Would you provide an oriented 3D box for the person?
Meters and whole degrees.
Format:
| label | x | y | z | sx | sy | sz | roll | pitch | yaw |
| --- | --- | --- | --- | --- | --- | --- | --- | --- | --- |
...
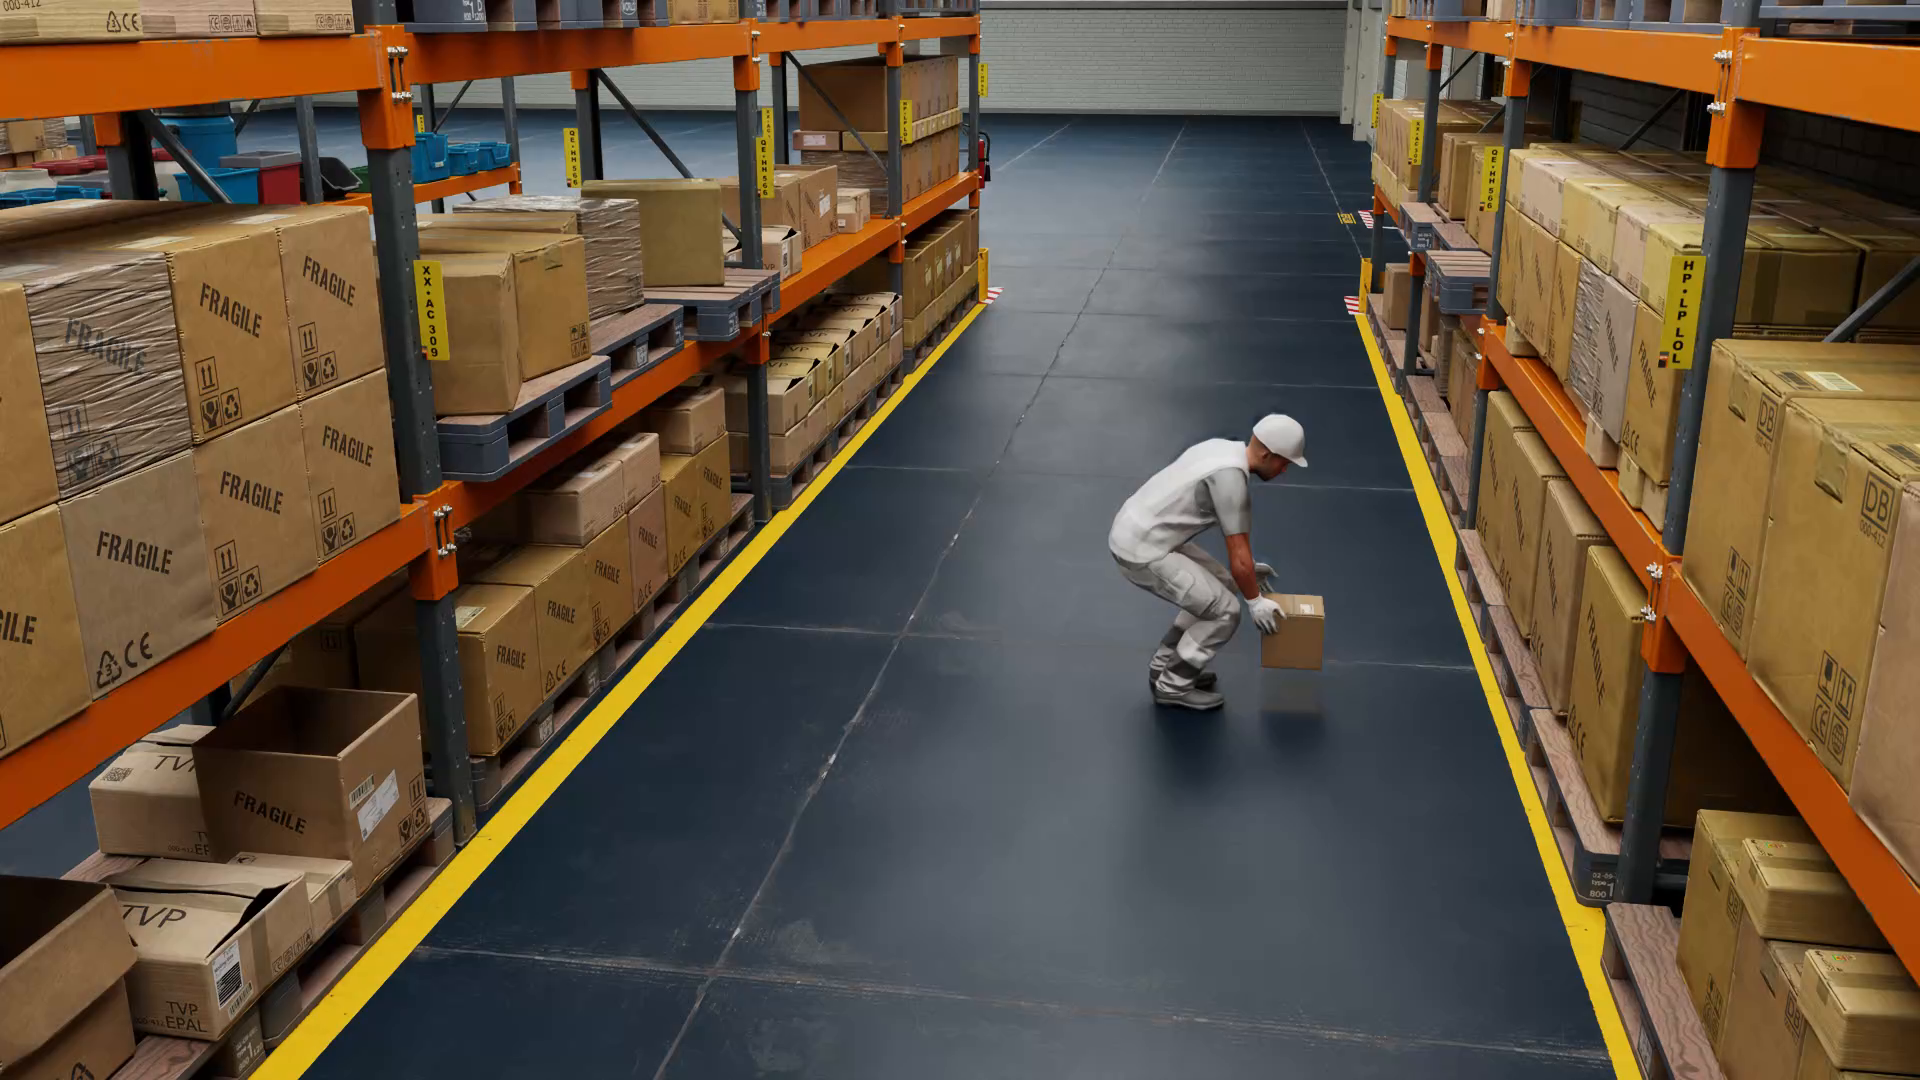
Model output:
| label | x | y | z | sx | sy | sz | roll | pitch | yaw |
| --- | --- | --- | --- | --- | --- | --- | --- | --- | --- |
| person | 1.052 | 0.067 | 7.163 | 0.824 | 1.267 | 0.582 | 3 | 18 | 9 |
